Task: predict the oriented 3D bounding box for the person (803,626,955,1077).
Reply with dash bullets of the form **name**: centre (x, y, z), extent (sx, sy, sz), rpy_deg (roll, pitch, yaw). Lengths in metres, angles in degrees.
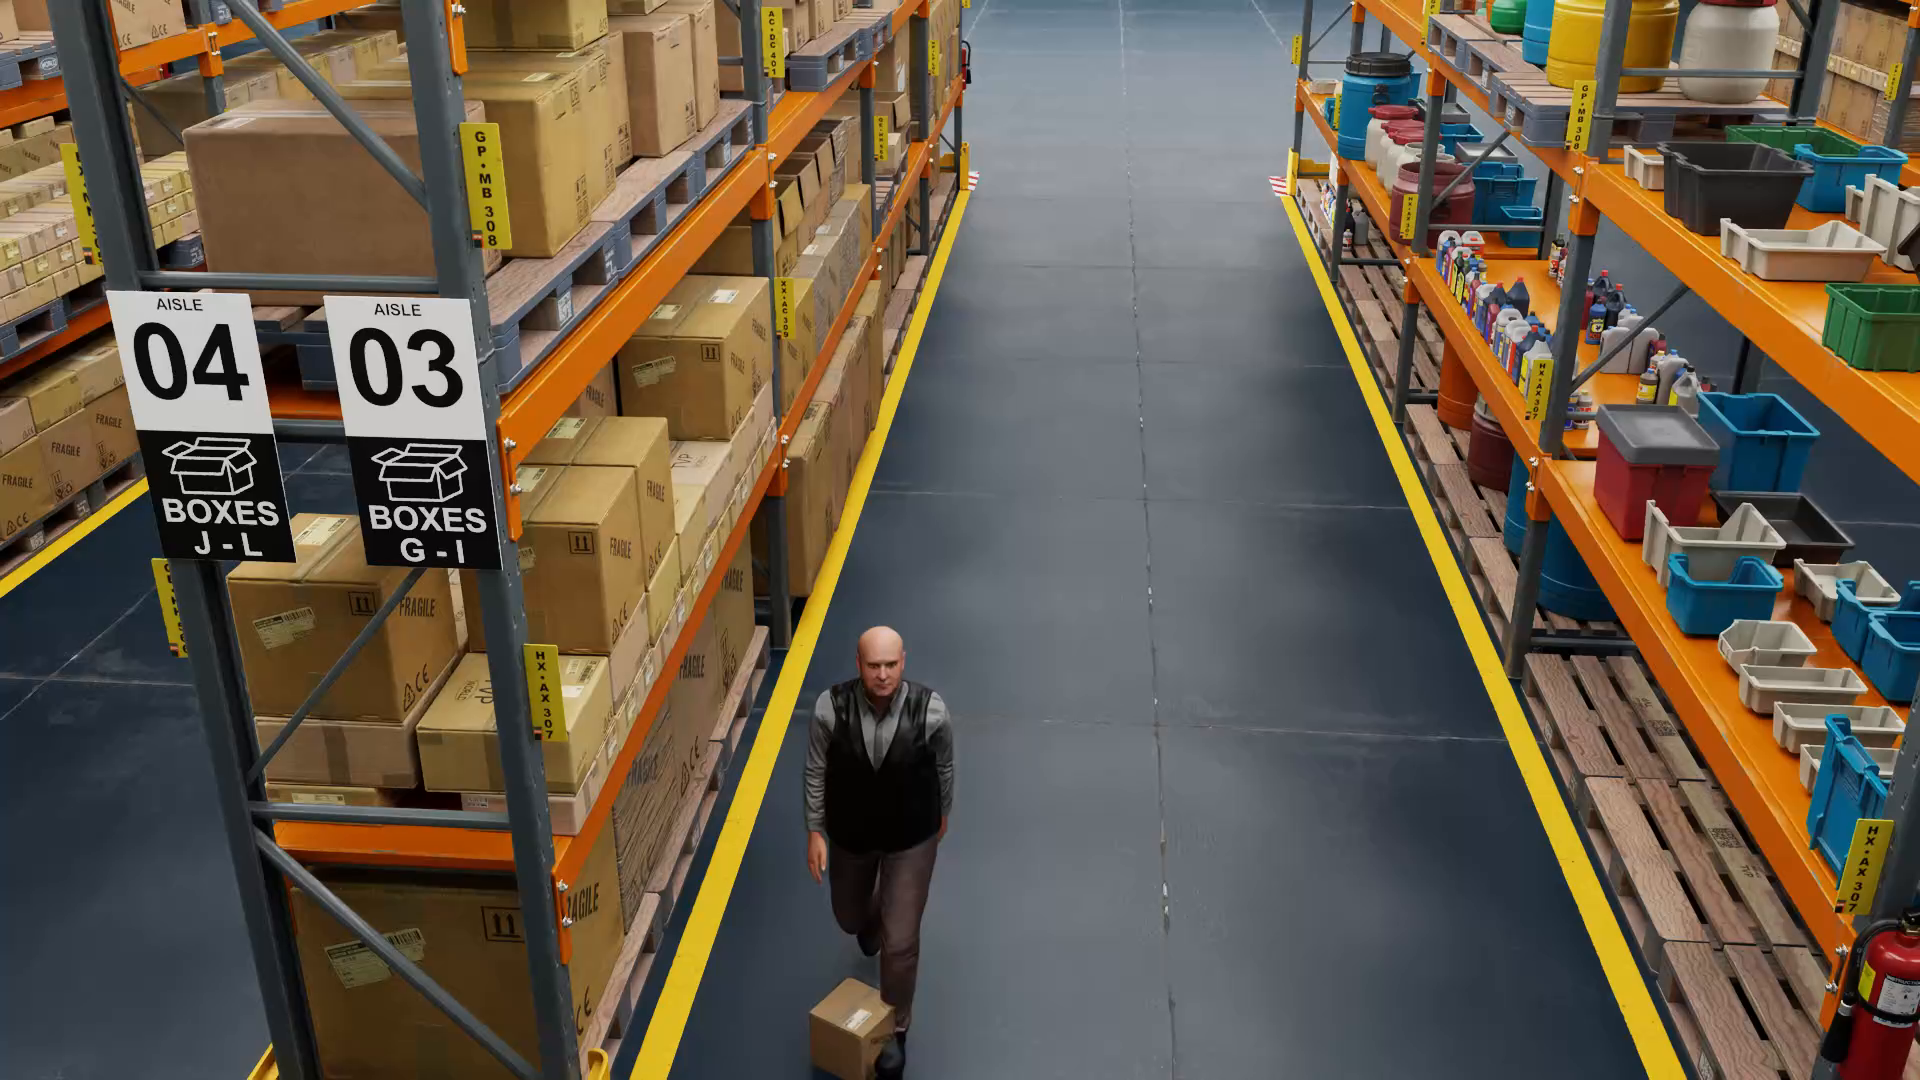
- **person**: centre (-0.298, 1.073, 6.257), extent (0.553, 1.689, 0.905), rpy_deg (2, 24, 4)
